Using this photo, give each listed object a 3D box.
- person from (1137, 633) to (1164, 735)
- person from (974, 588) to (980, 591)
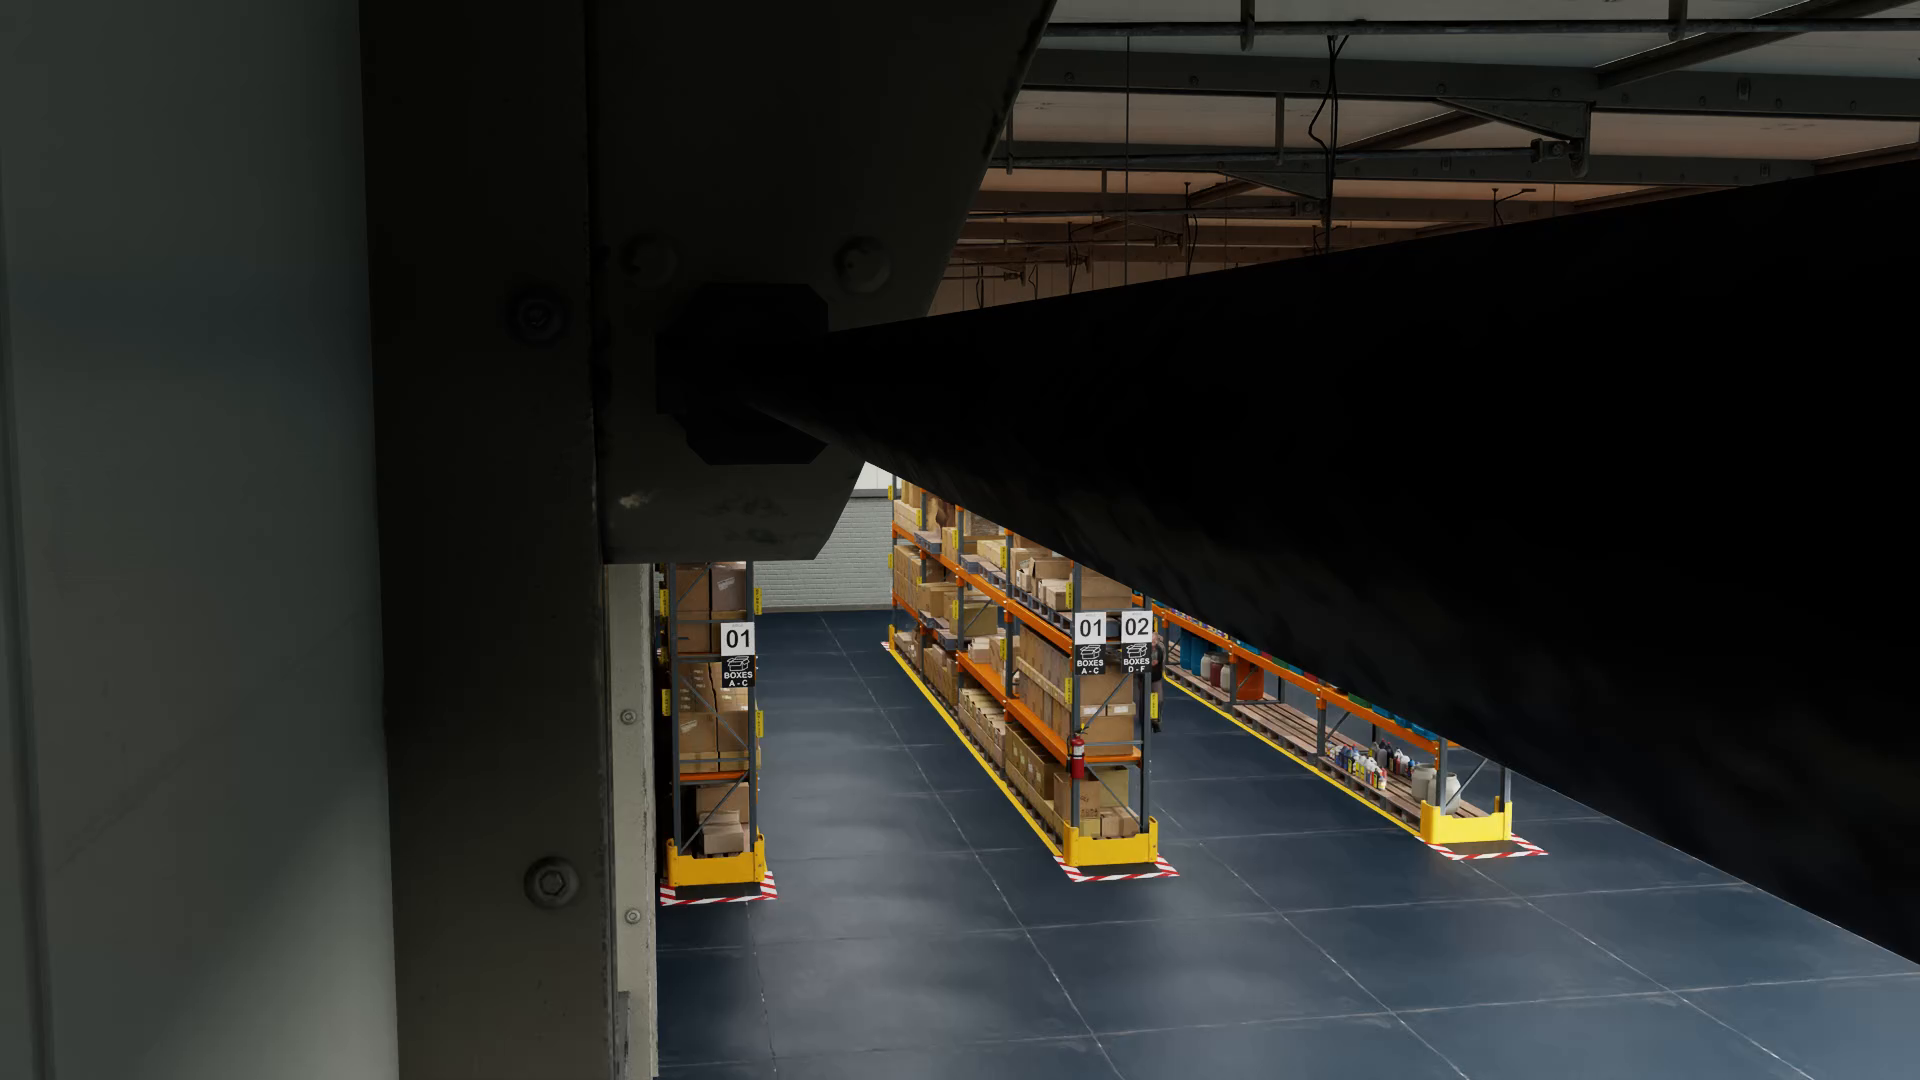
[{"bbox_3d":[3.231,2.435,28.325,0.627,1.776,0.828,-1,6,-11],"label":"person"},{"bbox_3d":[0.510,1.544,37.122,0.595,1.516,0.564,-5,8,-39],"label":"person"}]
